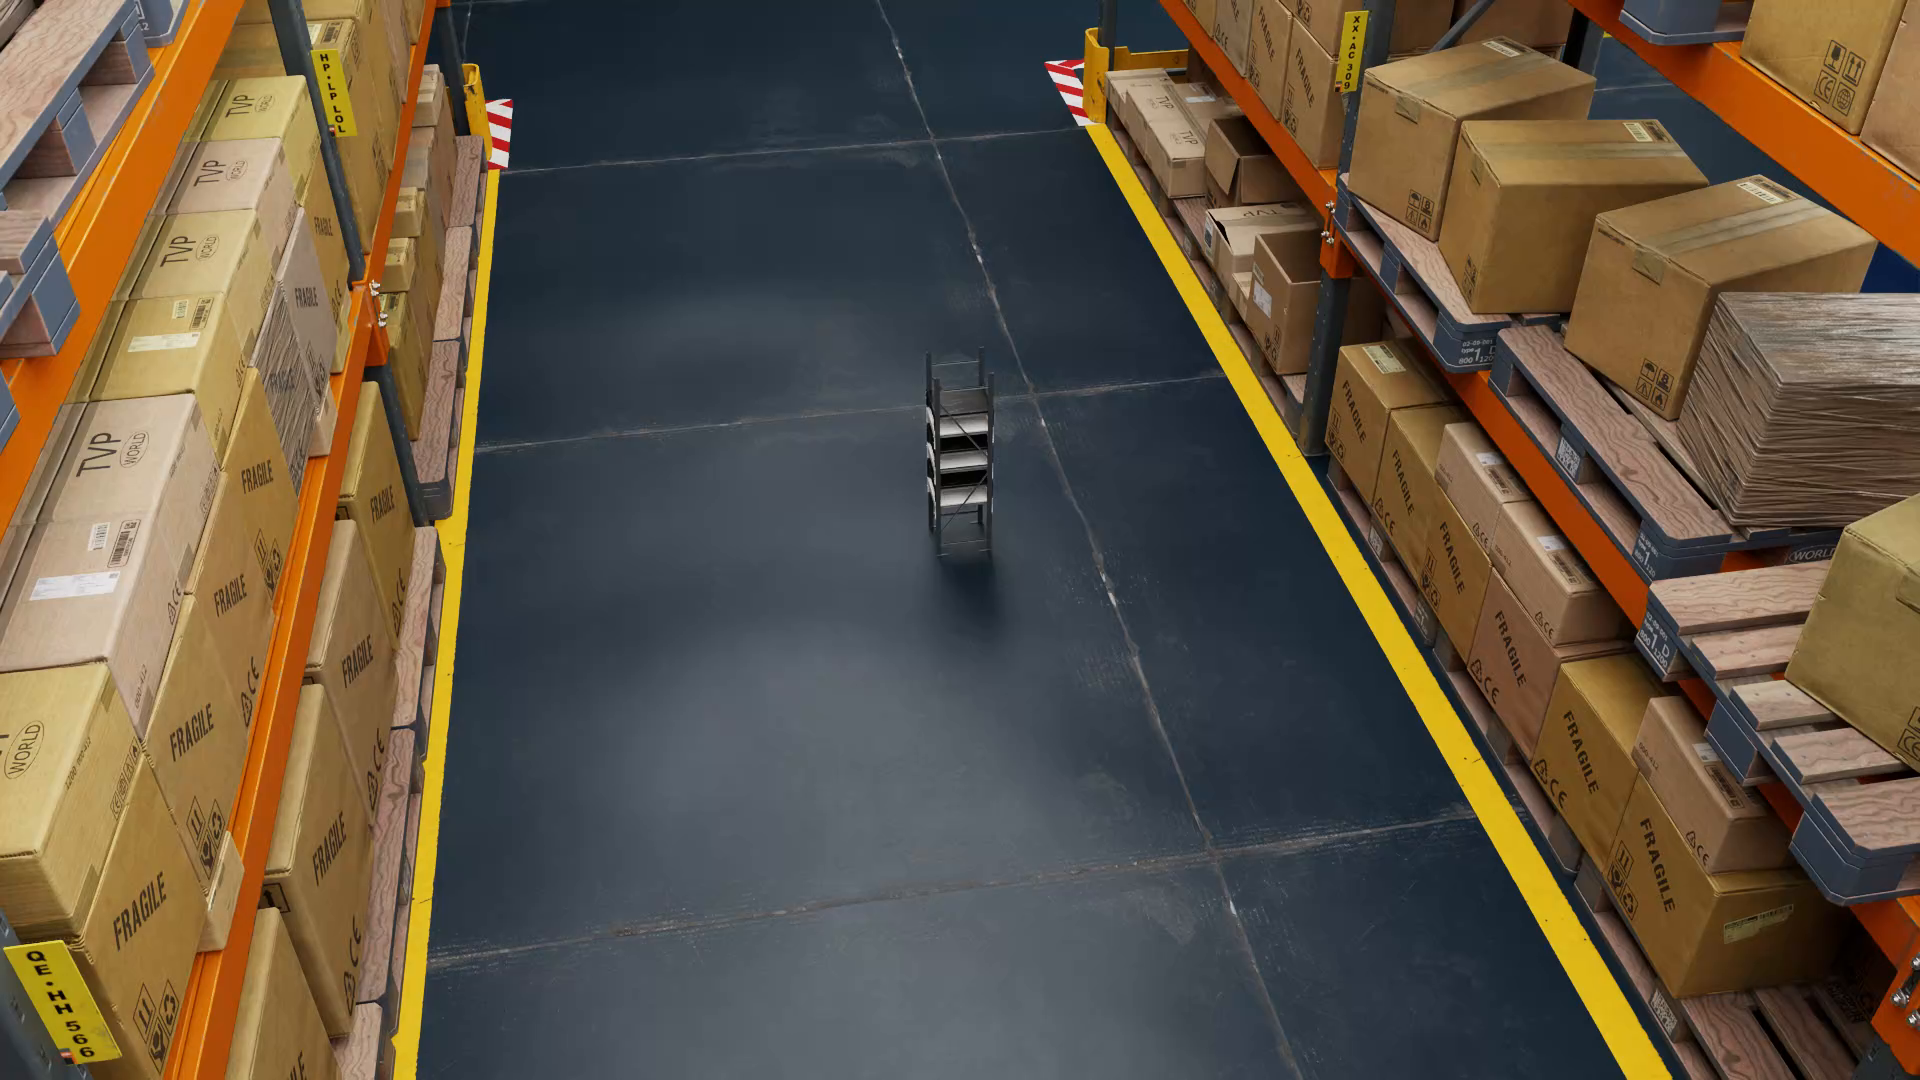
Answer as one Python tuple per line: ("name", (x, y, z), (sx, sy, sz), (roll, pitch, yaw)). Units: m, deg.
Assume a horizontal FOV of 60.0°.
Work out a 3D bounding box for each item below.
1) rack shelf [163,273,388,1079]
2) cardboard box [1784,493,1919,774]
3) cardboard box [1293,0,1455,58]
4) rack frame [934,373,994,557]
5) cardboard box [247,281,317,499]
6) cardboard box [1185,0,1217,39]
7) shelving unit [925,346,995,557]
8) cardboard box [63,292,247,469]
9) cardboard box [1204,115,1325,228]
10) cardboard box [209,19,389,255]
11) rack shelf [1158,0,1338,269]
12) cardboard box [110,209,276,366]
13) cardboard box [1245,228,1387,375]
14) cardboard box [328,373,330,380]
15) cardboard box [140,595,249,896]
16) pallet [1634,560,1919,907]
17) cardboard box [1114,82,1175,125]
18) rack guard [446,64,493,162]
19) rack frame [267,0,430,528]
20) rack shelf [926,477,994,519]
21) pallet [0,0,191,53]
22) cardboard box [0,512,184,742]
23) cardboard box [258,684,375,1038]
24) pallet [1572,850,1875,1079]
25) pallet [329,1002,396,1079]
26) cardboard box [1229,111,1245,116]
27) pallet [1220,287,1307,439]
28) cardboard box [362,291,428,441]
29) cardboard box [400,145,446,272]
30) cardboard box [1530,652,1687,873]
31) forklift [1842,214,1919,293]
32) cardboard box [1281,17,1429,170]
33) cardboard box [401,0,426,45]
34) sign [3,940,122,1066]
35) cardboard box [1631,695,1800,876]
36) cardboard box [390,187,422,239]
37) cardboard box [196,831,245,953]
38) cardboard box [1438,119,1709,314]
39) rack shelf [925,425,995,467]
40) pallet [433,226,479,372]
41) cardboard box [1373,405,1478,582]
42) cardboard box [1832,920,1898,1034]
("rack shelf", (-2.441, 0.373, 4.911), (1.077, 0.370, 4.000), (-6, 38, -8))
("cardboard box", (2.565, 0.189, 4.138), (0.700, 0.500, 0.500), (-19, 42, -23))
("cardboard box", (1.741, -2.366, 6.954), (0.500, 0.500, 0.500), (-6, 38, -8))
("rack frame", (0.016, -0.299, 6.901), (0.240, 0.900, 0.006), (-6, 38, -8))
("cardboard box", (-2.283, -0.420, 5.006), (0.500, 0.500, 0.500), (-6, 38, -8))
("cardboard box", (1.469, -2.896, 8.452), (0.500, 0.500, 0.500), (-6, 38, -7))
("shelving unit", (-0.001, -0.360, 6.980), (0.258, 0.900, 0.210), (-6, 38, -8))
("cardboard box", (-2.198, -0.399, 4.368), (0.500, 0.250, 0.500), (-7, 38, -9))
("cardboard box", (1.751, -1.976, 9.025), (0.797, 0.503, 0.637), (-6, 38, -8))
("cardboard box", (-2.870, -1.567, 6.577), (0.980, 0.700, 0.700), (-6, 38, -7))
("rack shelf", (1.734, -2.578, 8.709), (1.077, 0.370, 4.000), (-6, 38, -8))
("cardboard box", (-2.288, -0.707, 4.764), (0.500, 0.250, 0.500), (-6, 38, -7))
("cardboard box", (1.706, -1.154, 7.969), (0.500, 0.500, 0.500), (-6, 38, -8))
("cardboard box", (-2.385, -0.543, 5.692), (0.380, 0.149, 0.250), (-5, 38, -7))
("cardboard box", (-2.006, 0.494, 3.829), (0.500, 0.500, 0.500), (-5, 38, -6))
("pallet", (2.598, 0.436, 4.400), (1.213, 0.211, 1.003), (-6, 38, -8))
("cardboard box", (1.163, -2.684, 10.210), (0.380, 0.166, 0.250), (-6, 38, -8))
("rack guard", (-3.497, -2.562, 10.140), (1.175, 0.500, 0.348), (-6, 38, -8))
("rack frame", (-2.791, -1.119, 6.245), (1.000, 3.000, 0.127), (-6, 38, -8))
("rack shelf", (-0.001, -0.192, 7.111), (0.258, 0.077, 0.200), (-6, 38, -8))
("pallet", (-2.582, -1.679, 4.678), (0.805, 0.209, 1.217), (-8, 39, -10))
("cardboard box", (-2.011, 0.210, 3.583), (0.500, 0.250, 0.500), (-7, 38, -9))
("cardboard box", (-2.237, 0.992, 4.938), (0.750, 0.750, 0.750), (-6, 38, -8))
("pallet", (2.693, 1.408, 5.265), (1.003, 0.211, 1.213), (-6, 38, -8))
("pallet", (-2.154, 1.914, 4.614), (1.003, 0.211, 1.213), (-6, 38, -8))
("cardboard box", (1.859, -2.279, 9.621), (0.500, 0.250, 0.500), (-6, 38, -8))
("pallet", (1.966, -0.967, 8.323), (1.003, 0.211, 1.213), (-6, 38, -8))
("cardboard box", (-2.821, -0.760, 7.479), (0.700, 0.500, 0.500), (-6, 38, -7))
("cardboard box", (-3.095, -1.695, 8.683), (0.700, 0.500, 0.500), (-7, 38, -9))
("cardboard box", (2.301, 0.723, 5.553), (0.500, 0.500, 0.500), (-8, 38, -10))
("forklift", (4.879, -1.125, 6.309), (1.130, 2.935, 3.031), (-8, 39, -10))
("cardboard box", (1.745, -1.968, 7.256), (0.500, 0.500, 0.500), (-6, 38, -7))
("cardboard box", (-3.255, -2.908, 8.304), (0.980, 0.700, 0.700), (-7, 38, -8))
("sign", (-1.557, 0.807, 2.887), (0.100, 0.325, 0.005), (-6, 38, -8))
("cardboard box", (2.377, 0.706, 4.964), (0.500, 0.250, 0.500), (-5, 38, -6))
("cardboard box", (-2.794, -1.558, 7.977), (0.380, 0.149, 0.250), (-7, 38, -9))
("cardboard box", (-1.919, 0.842, 3.910), (0.380, 0.149, 0.250), (-5, 38, -7))
("cardboard box", (2.131, -1.140, 5.849), (0.700, 0.500, 0.500), (-1, 38, -1))
("rack shelf", (-0.001, -0.405, 6.945), (0.258, 0.077, 0.200), (-6, 38, -8))
("pallet", (-3.065, -1.224, 8.653), (1.003, 0.211, 1.213), (-6, 38, -8))
("cardboard box", (2.034, -0.201, 6.743), (0.500, 0.500, 0.500), (-6, 38, -7))
("cardboard box", (2.988, 1.270, 4.849), (0.500, 0.500, 0.500), (-5, 38, -6))
